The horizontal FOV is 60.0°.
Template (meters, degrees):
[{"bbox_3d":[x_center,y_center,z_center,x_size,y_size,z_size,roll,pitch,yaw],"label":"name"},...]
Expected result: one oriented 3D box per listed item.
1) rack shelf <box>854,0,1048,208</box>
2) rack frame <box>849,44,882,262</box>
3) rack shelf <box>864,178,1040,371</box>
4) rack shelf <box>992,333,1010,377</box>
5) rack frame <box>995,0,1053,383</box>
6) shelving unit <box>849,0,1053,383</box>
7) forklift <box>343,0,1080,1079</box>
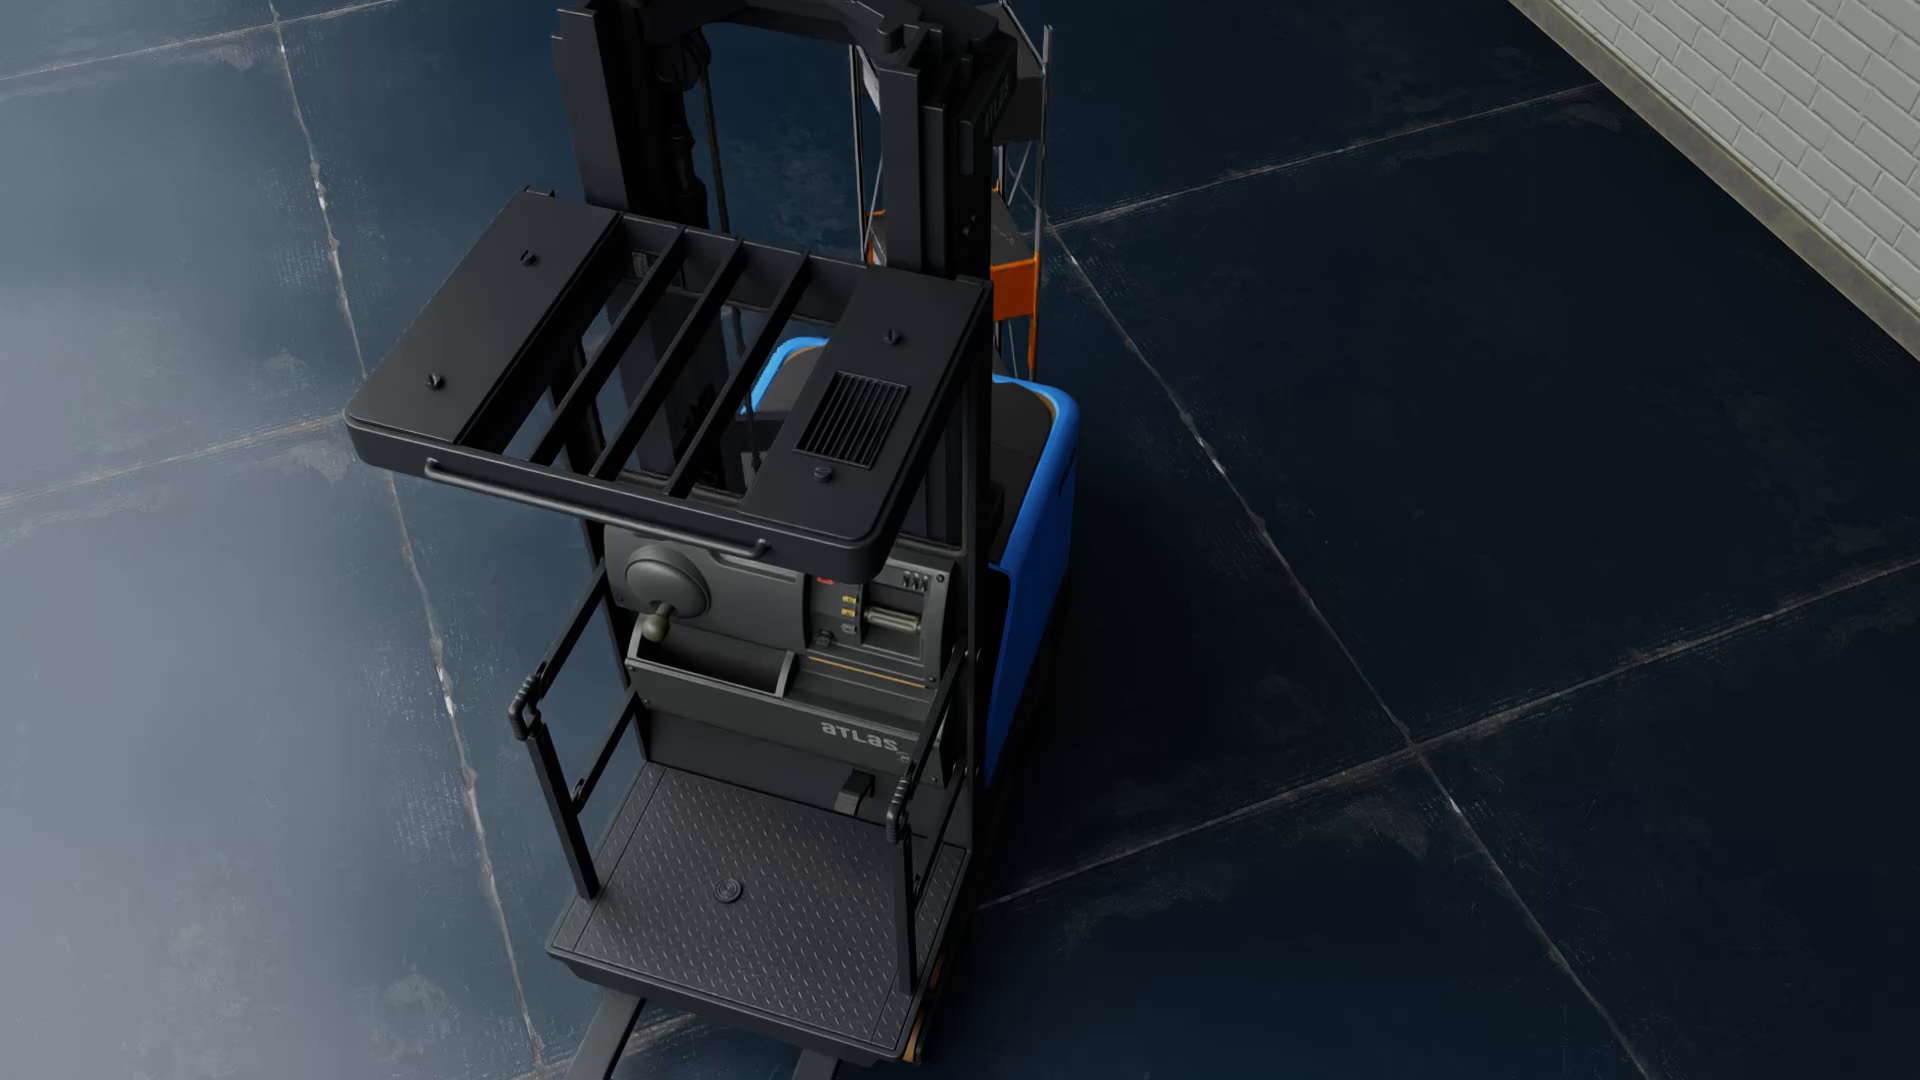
[{"bbox_3d":[-0.035,-1.301,5.078,0.480,0.518,0.431,-14,51,-11],"label":"rack shelf"},{"bbox_3d":[-0.268,-0.797,5.551,0.015,2.100,0.400,-14,51,-11],"label":"rack frame"},{"bbox_3d":[-0.035,-0.845,5.609,0.480,0.518,0.431,-14,51,-11],"label":"rack shelf"},{"bbox_3d":[-0.035,-0.389,6.140,0.480,0.518,0.431,-14,51,-11],"label":"rack shelf"},{"bbox_3d":[0.197,-0.910,5.647,0.015,2.100,0.400,-14,51,-11],"label":"rack frame"},{"bbox_3d":[-0.035,-0.854,5.599,0.503,2.100,0.431,-14,51,-11],"label":"shelving unit"},{"bbox_3d":[-0.538,0.233,4.118,1.130,2.935,3.031,14,51,11],"label":"forklift"}]
